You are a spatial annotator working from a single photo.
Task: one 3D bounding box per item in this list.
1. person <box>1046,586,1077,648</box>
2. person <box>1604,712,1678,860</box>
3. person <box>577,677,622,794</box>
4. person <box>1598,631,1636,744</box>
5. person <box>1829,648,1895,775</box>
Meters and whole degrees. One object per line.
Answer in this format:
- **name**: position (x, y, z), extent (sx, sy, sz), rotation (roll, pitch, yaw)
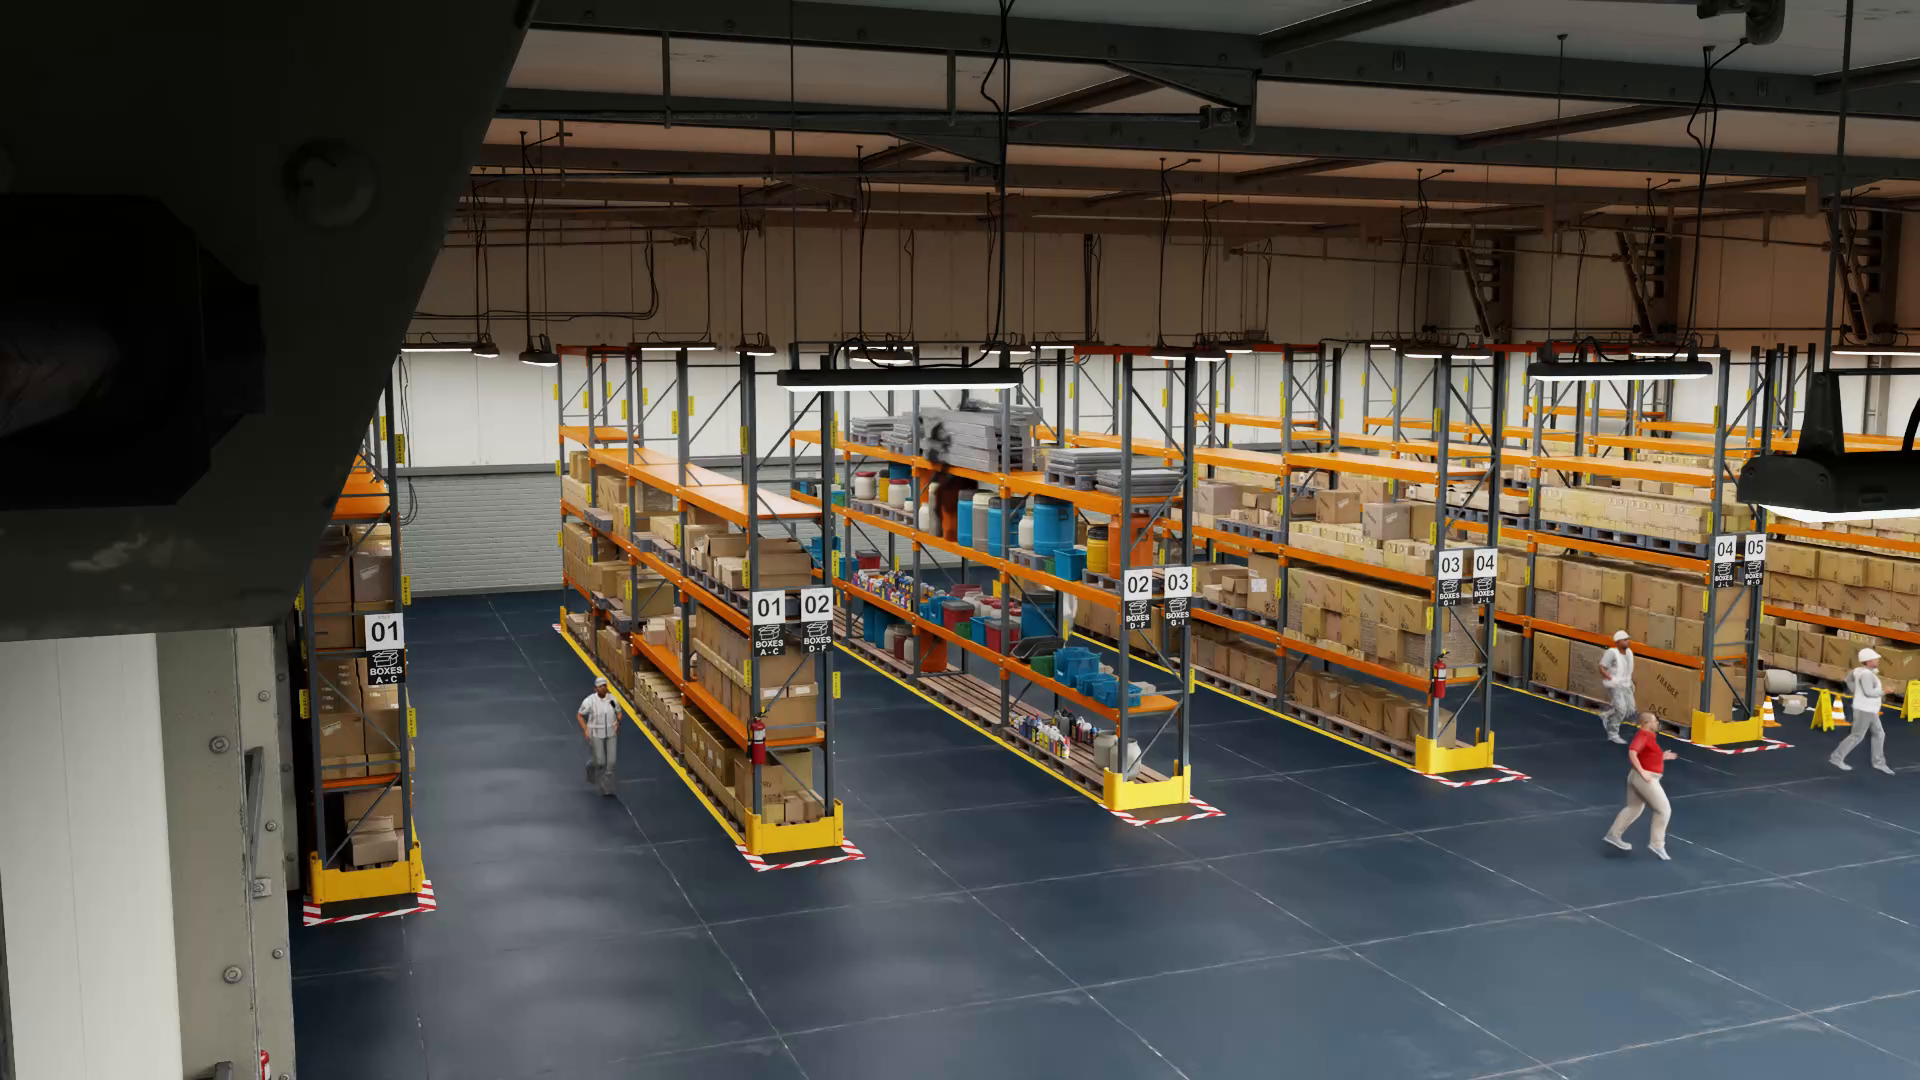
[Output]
- **person**: position (2.018, 1.245, 31.078), extent (0.680, 1.809, 0.694), rotation (-5, 9, -34)
- **person**: position (8.217, 2.958, 20.009), extent (0.813, 1.803, 0.642), rotation (1, 7, 6)
- **person**: position (-4.873, 2.662, 22.661), extent (0.607, 1.614, 0.551), rotation (-4, 8, -31)
- **person**: position (10.062, 2.239, 25.525), extent (0.701, 1.740, 0.617), rotation (-4, 8, -31)
- **person**: position (12.857, 2.436, 23.601), extent (0.836, 1.813, 0.656), rotation (4, 8, 28)
